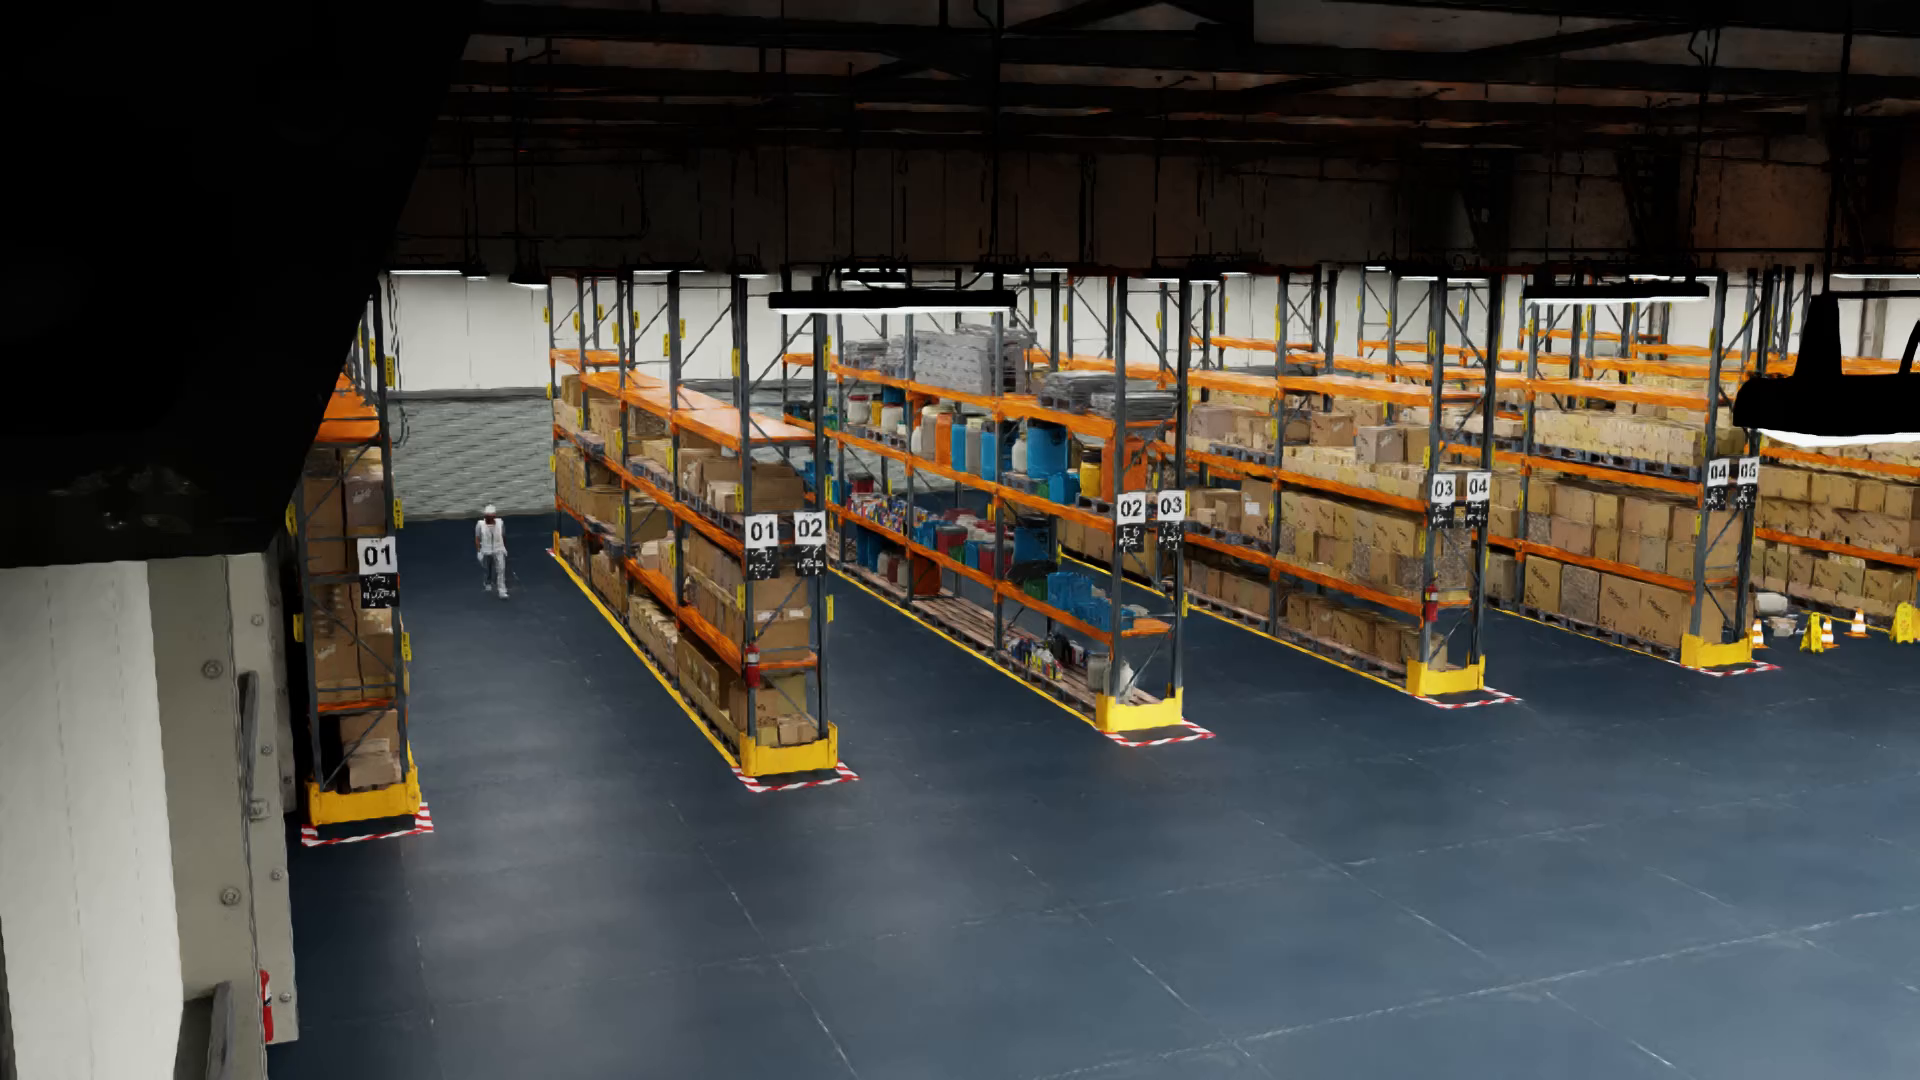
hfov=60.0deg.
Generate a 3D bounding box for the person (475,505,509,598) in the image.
[{"bbox_3d":[-8.604,0.191,30.555,0.566,1.706,1.122,-4,10,-19],"label":"person"}]

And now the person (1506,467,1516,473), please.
[{"bbox_3d":[11.623,-0.680,35.313,0.644,1.773,0.673,0,10,0],"label":"person"}]

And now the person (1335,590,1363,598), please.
[{"bbox_3d":[7.220,0.210,30.591,0.547,1.659,0.597,1,10,7],"label":"person"}]
